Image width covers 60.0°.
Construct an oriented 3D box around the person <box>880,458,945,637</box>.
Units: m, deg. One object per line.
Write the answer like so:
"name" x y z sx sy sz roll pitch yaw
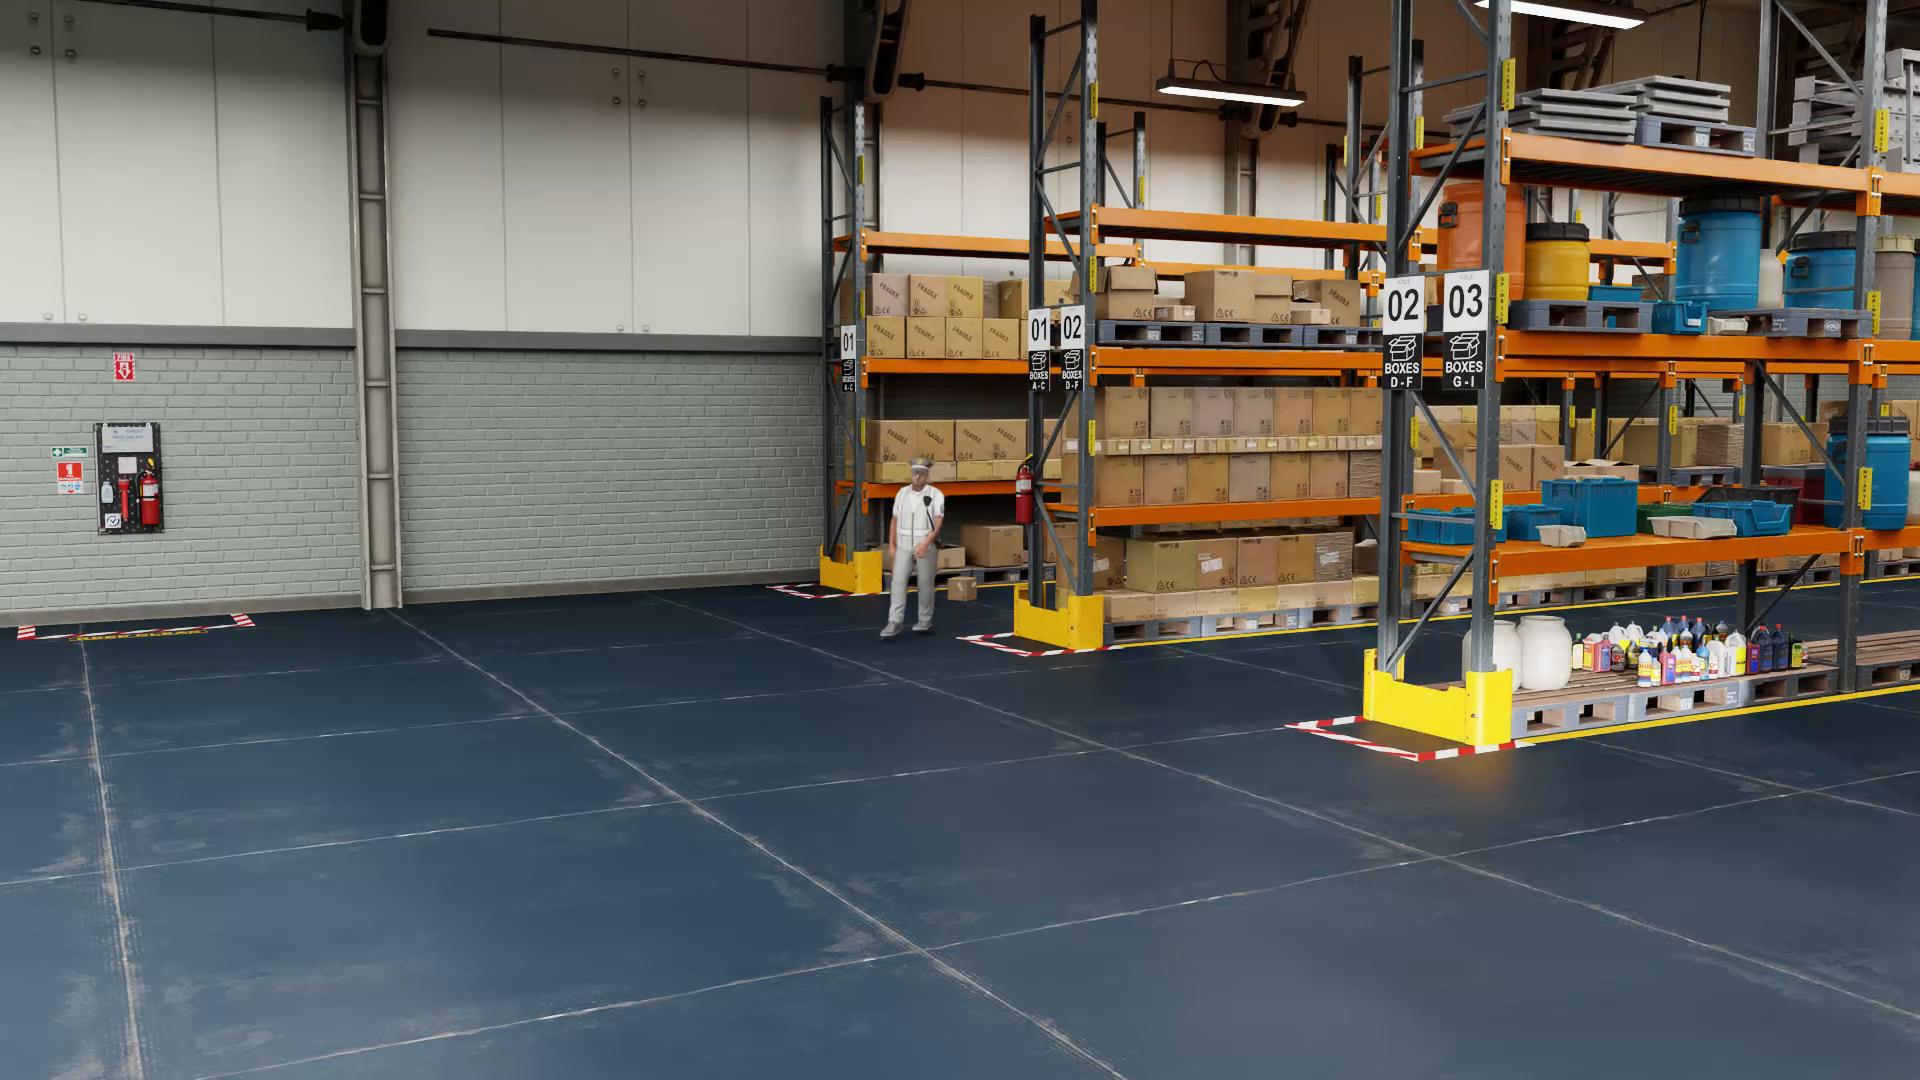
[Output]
"person" -0.473 0.067 16.186 0.625 1.723 0.988 1 5 13
